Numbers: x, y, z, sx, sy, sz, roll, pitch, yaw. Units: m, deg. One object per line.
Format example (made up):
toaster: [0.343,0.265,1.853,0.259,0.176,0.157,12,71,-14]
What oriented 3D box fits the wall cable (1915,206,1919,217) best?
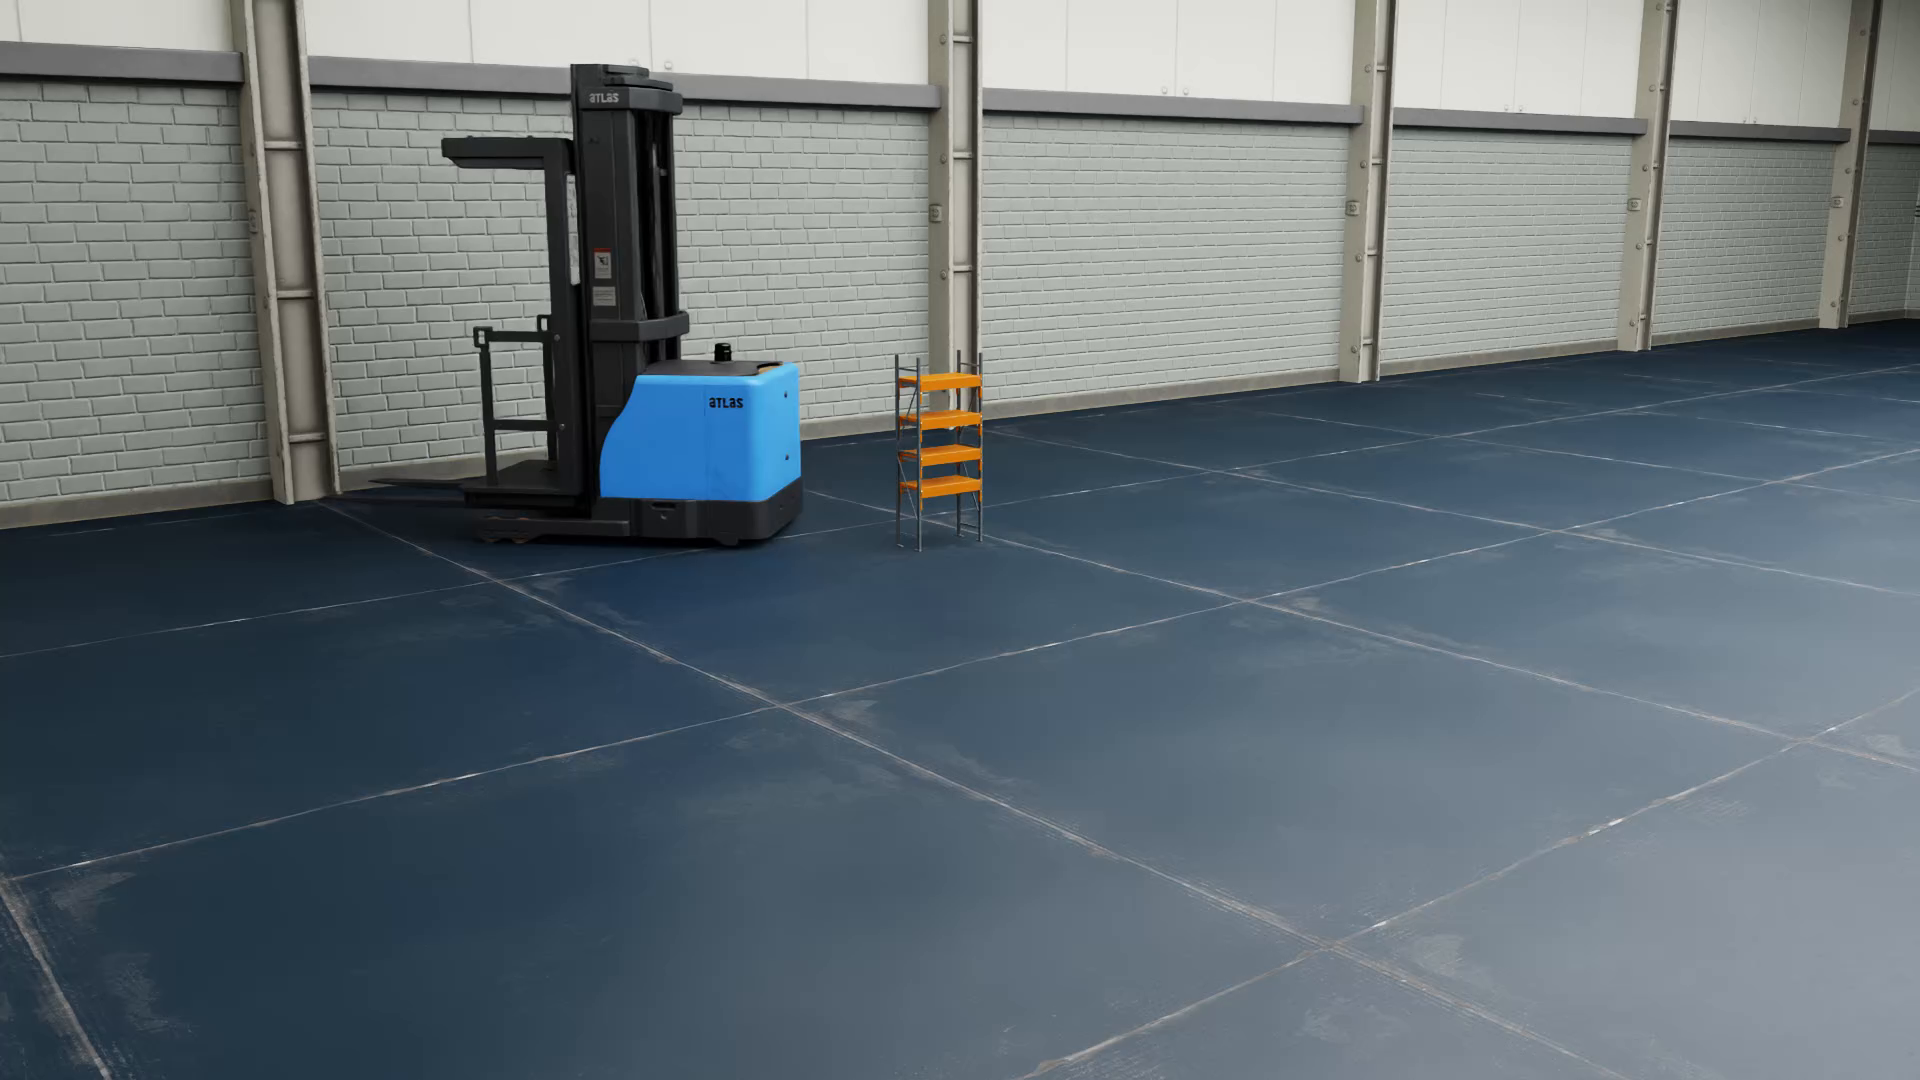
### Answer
wall cable: [17.139,-6.467,26.895,0.112,2.526,3.097,-9,15,-38]

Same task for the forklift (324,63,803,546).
forklift: [-2.617,-1.517,10.717,3.031,2.935,1.130,2,12,9]

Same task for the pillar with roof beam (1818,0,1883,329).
pillar with roof beam: [16.702,-7.120,22.494,0.400,9.000,9.100,-9,15,-38]

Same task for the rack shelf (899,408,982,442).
rack shelf: [-0.129,-0.718,10.370,0.480,0.148,0.258,-9,15,-38]

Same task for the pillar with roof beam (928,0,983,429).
pillar with roof beam: [2.647,-4.784,11.495,0.400,9.000,9.100,-9,15,-38]

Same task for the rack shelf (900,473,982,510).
rack shelf: [-0.129,-0.305,10.458,0.480,0.148,0.258,-9,15,-38]

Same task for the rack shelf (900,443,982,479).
rack shelf: [-0.129,-0.500,10.417,0.480,0.148,0.258,-9,15,-38]

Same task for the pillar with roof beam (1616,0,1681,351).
pillar with roof beam: [12.017,-6.341,18.828,0.400,9.000,9.100,-9,15,-38]

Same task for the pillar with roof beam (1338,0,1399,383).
pillar with roof beam: [7.332,-5.563,15.161,0.400,9.000,9.100,-9,15,-38]

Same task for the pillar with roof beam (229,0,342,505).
pillar with roof beam: [-2.039,-4.006,7.828,0.400,9.000,9.100,-9,15,-38]

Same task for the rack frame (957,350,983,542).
rack frame: [0.061,-0.597,10.552,0.015,1.200,0.240,-9,15,-38]

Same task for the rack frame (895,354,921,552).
rack frame: [-0.320,-0.534,10.254,0.015,1.200,0.240,-9,15,-38]

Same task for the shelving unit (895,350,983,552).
shelving unit: [-0.129,-0.565,10.403,0.503,1.200,0.258,-9,15,-38]

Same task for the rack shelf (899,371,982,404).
rack shelf: [-0.129,-0.950,10.321,0.480,0.148,0.258,-9,15,-38]
